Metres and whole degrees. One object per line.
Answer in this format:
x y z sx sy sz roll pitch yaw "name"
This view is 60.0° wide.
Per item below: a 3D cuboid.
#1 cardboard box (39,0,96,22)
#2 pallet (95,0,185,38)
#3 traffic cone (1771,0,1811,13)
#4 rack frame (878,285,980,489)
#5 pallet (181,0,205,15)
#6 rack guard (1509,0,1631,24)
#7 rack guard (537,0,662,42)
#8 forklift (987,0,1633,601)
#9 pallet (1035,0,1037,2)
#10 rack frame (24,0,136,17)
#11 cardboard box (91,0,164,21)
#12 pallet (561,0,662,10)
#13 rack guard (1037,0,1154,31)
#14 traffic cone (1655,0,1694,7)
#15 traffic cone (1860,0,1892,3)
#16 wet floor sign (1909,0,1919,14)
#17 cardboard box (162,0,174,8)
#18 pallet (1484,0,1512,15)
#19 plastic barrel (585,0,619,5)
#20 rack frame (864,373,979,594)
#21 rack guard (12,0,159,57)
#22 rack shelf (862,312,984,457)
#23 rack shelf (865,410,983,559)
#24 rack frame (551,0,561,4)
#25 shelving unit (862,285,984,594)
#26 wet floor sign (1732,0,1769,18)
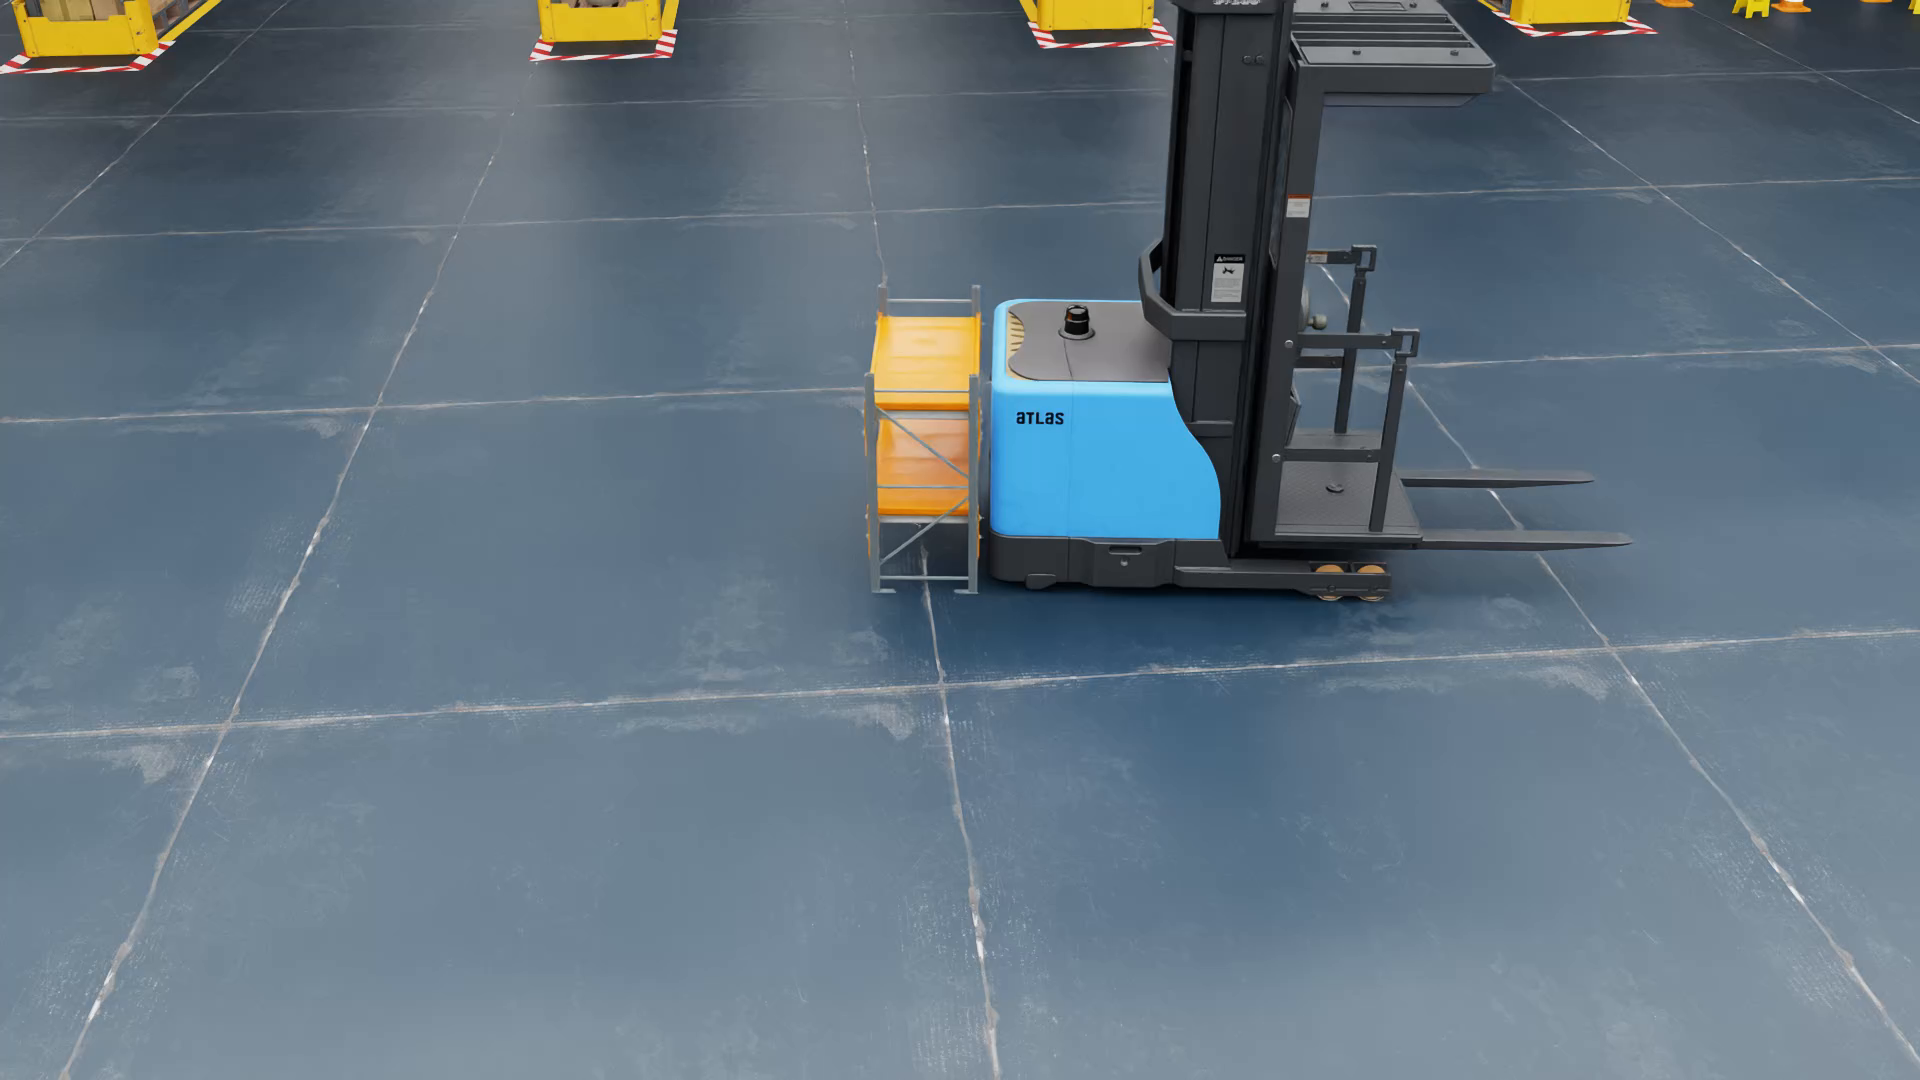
-8.814 -5.338 16.534 0.500 0.250 0.500 -3 31 -5 "cardboard box"
-8.583 -5.270 16.867 1.003 0.211 1.213 -3 31 -5 "pallet"
8.863 -5.868 17.623 0.336 0.463 0.334 -3 31 -5 "traffic cone"
-0.151 -0.759 8.424 0.500 1.125 0.032 0 31 1 "rack frame"
-8.693 -5.891 17.907 1.003 0.211 1.213 -3 31 -5 "pallet"
6.344 -5.652 17.225 1.175 0.500 0.348 -3 31 -5 "rack guard"
-3.591 -5.277 16.598 1.175 0.500 0.348 -3 31 -5 "rack guard"
1.656 -1.250 7.485 3.031 2.935 1.130 1 31 2 "forklift"
1.346 -5.809 17.770 1.003 0.211 1.213 -3 31 -5 "pallet"
-8.469 -6.079 15.502 1.000 3.000 0.127 -3 31 -5 "rack frame"
-8.298 -5.363 16.575 0.500 0.250 0.500 -3 31 -5 "cardboard box"
-3.662 -5.568 17.367 1.003 0.211 1.213 -3 31 -5 "pallet"
1.387 -5.517 16.999 1.175 0.500 0.348 -3 31 -5 "rack guard"
7.706 -5.987 17.823 0.336 0.463 0.334 -3 31 -5 "traffic cone"
9.936 -6.095 18.003 0.336 0.463 0.334 -3 31 -5 "traffic cone"
10.213 -5.867 17.443 0.267 0.644 0.232 8 32 13 "wet floor sign"
-8.348 -5.618 17.002 0.500 0.250 0.500 -3 31 -5 "cardboard box"
6.189 -5.945 17.997 1.003 0.211 1.213 -3 31 -5 "pallet"
-3.675 -5.759 16.982 0.421 0.512 0.421 0 31 0 "plastic barrel"
-0.168 -0.238 7.552 0.500 1.125 0.032 0 31 1 "rack frame"
-8.467 -4.993 16.122 1.175 0.500 0.348 -3 31 -5 "rack guard"
-0.159 -0.750 7.838 0.538 0.278 1.000 0 31 1 "rack shelf"
-0.159 -0.289 8.113 0.538 0.278 1.000 0 31 1 "rack shelf"
-3.537 -6.314 15.896 1.000 3.000 0.127 -3 31 -5 "rack frame"
-0.159 -0.499 7.988 0.538 1.125 1.048 0 31 1 "shelving unit"
8.316 -5.807 17.342 0.267 0.644 0.232 -8 32 -13 "wet floor sign"
